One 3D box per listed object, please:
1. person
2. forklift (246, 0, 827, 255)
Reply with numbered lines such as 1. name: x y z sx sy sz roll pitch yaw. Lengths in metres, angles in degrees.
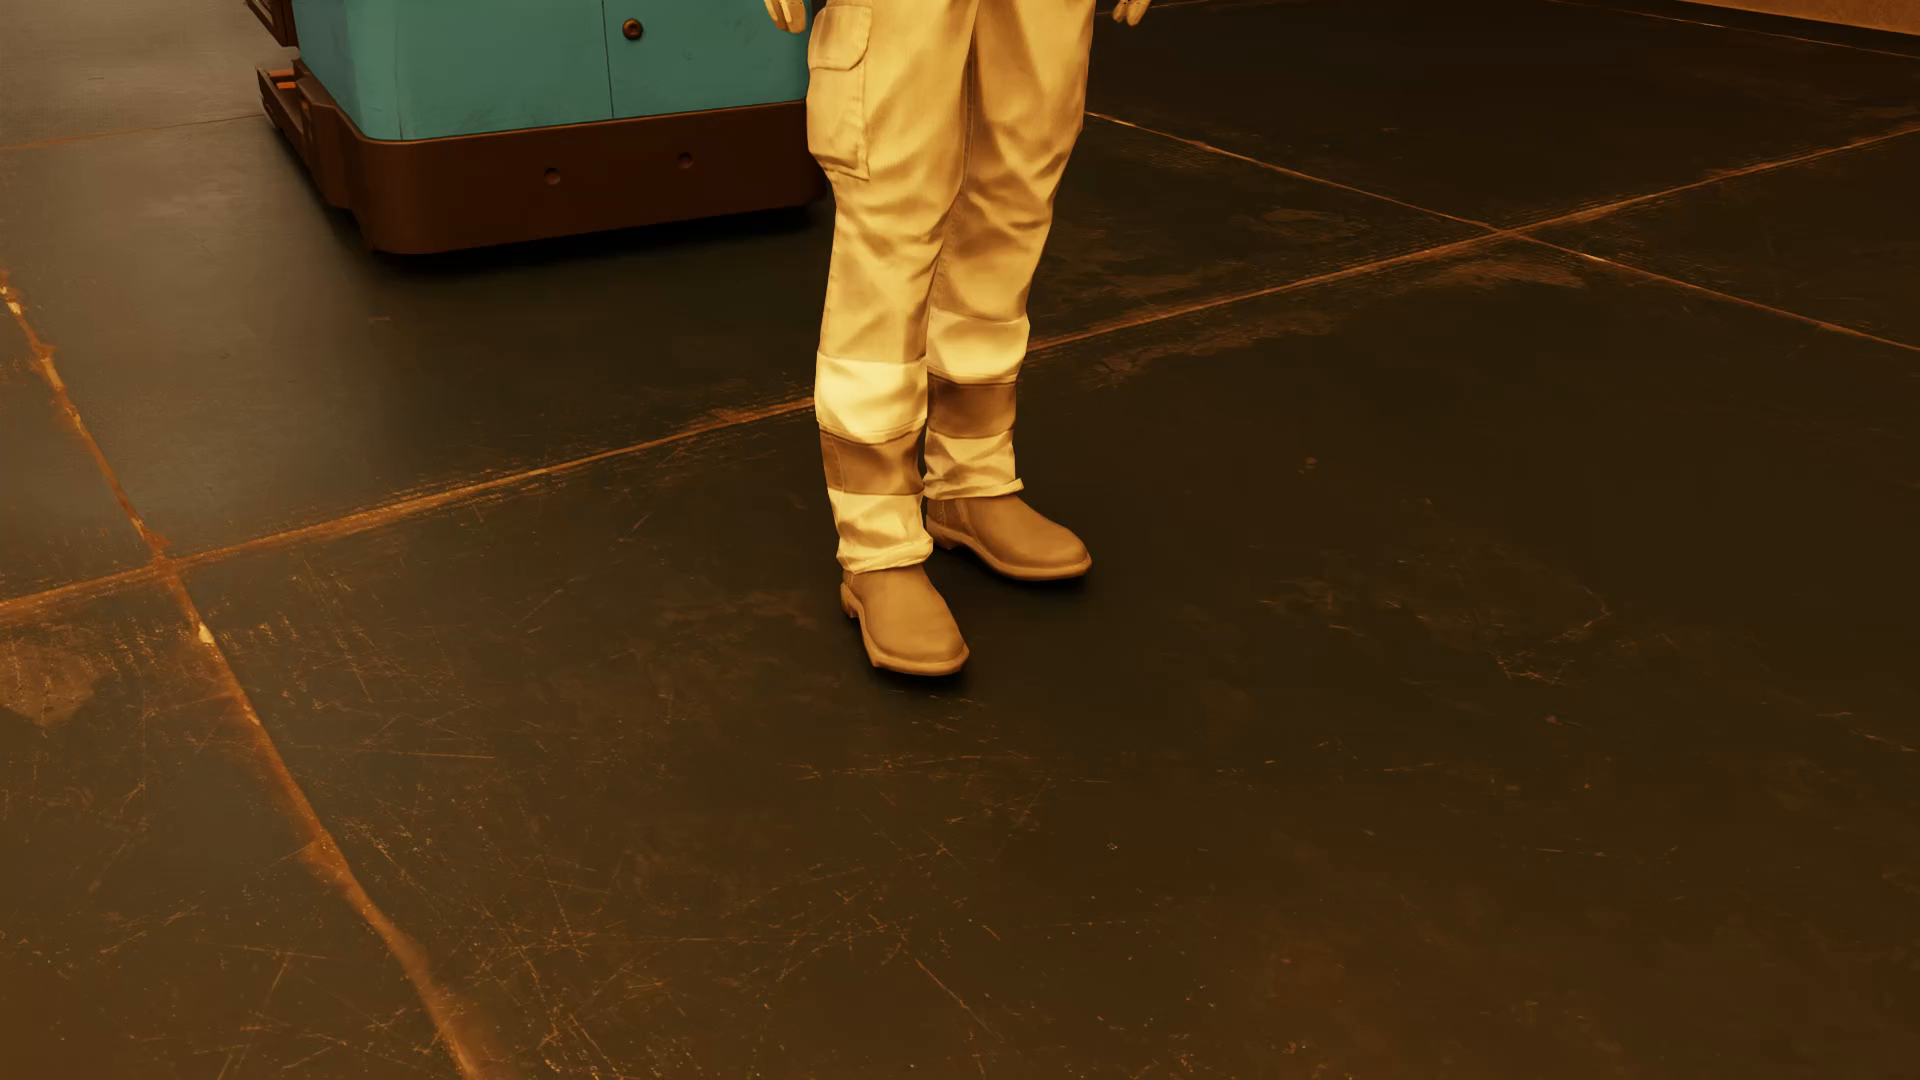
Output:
1. person: 0.038 -0.773 2.031 0.638 1.789 0.562 -17 31 -31
2. forklift: -1.439 -2.549 4.313 1.130 2.935 3.031 -13 29 -24
